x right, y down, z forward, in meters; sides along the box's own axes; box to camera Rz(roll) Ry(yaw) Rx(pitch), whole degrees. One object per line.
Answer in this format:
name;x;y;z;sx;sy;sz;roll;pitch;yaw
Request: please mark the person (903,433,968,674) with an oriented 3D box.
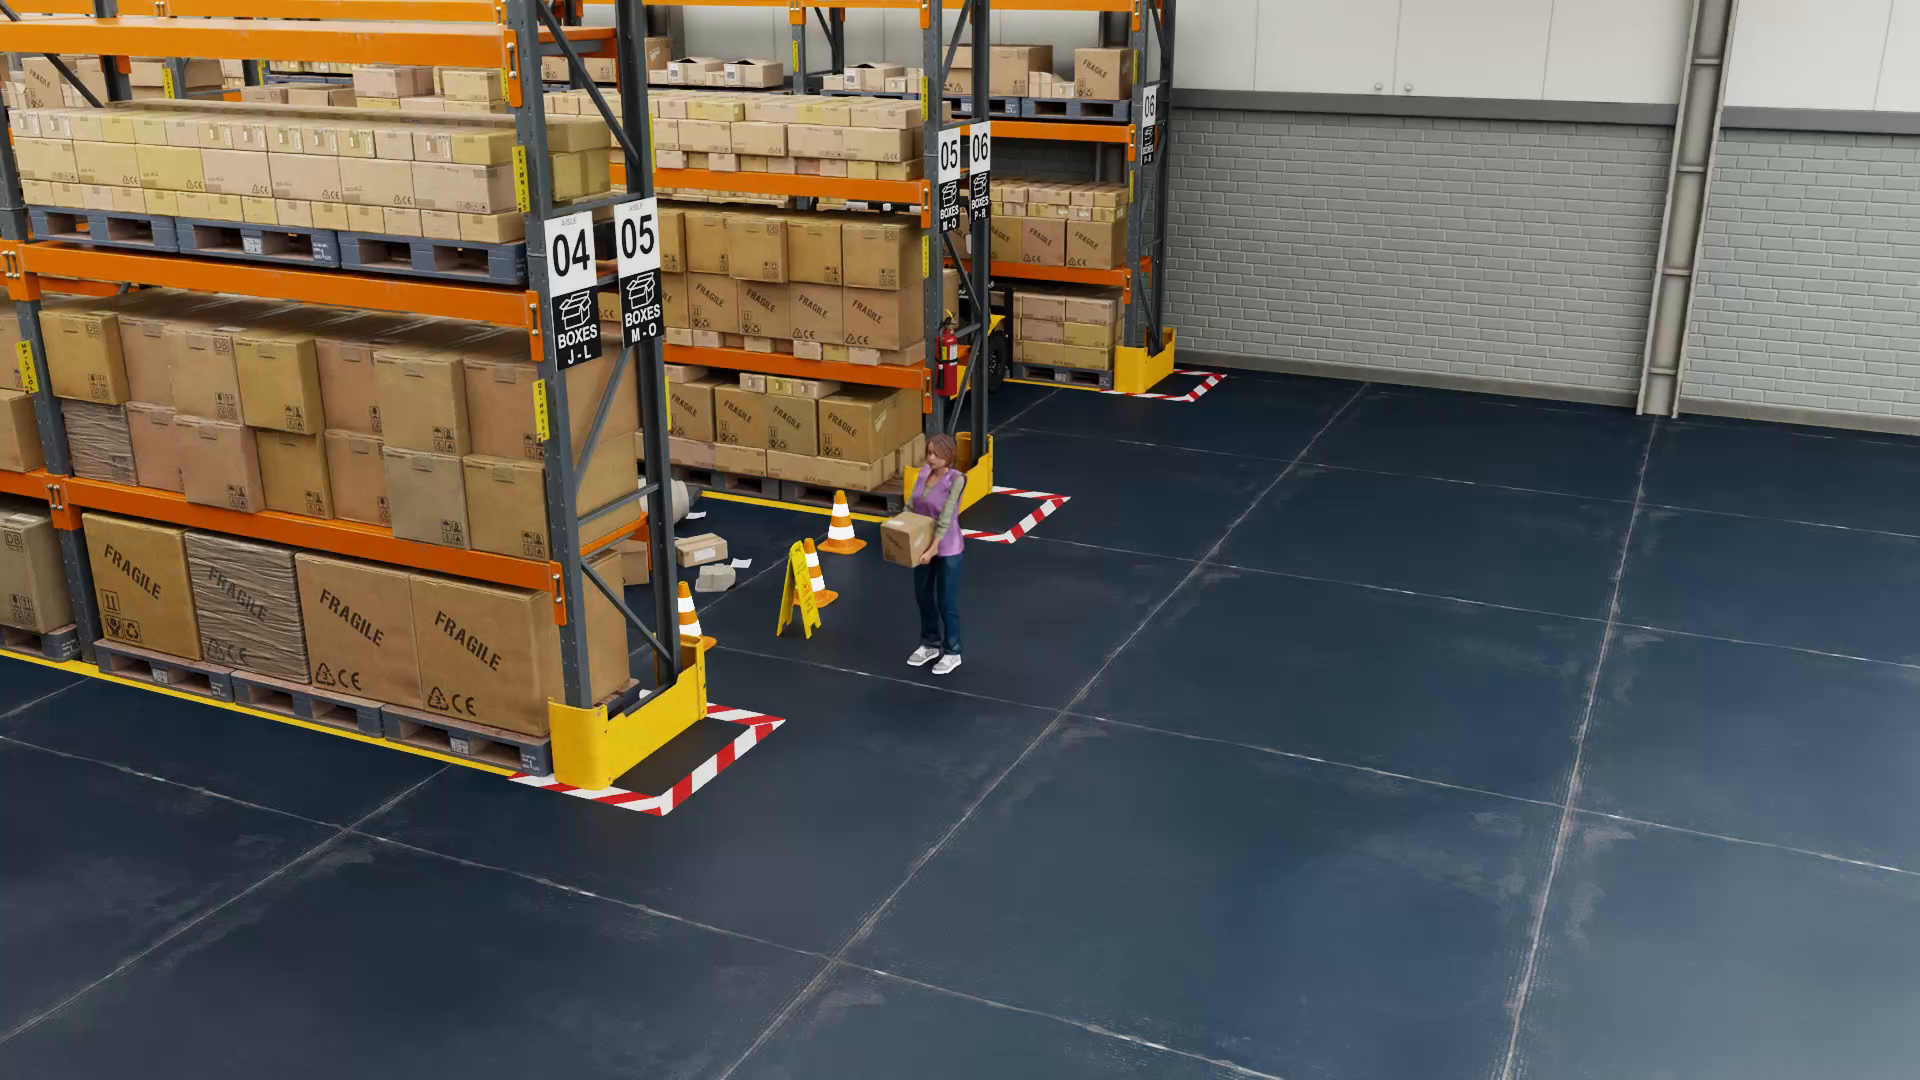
person;-0.199;0.100;10.804;0.380;1.599;0.495;16;25;38
